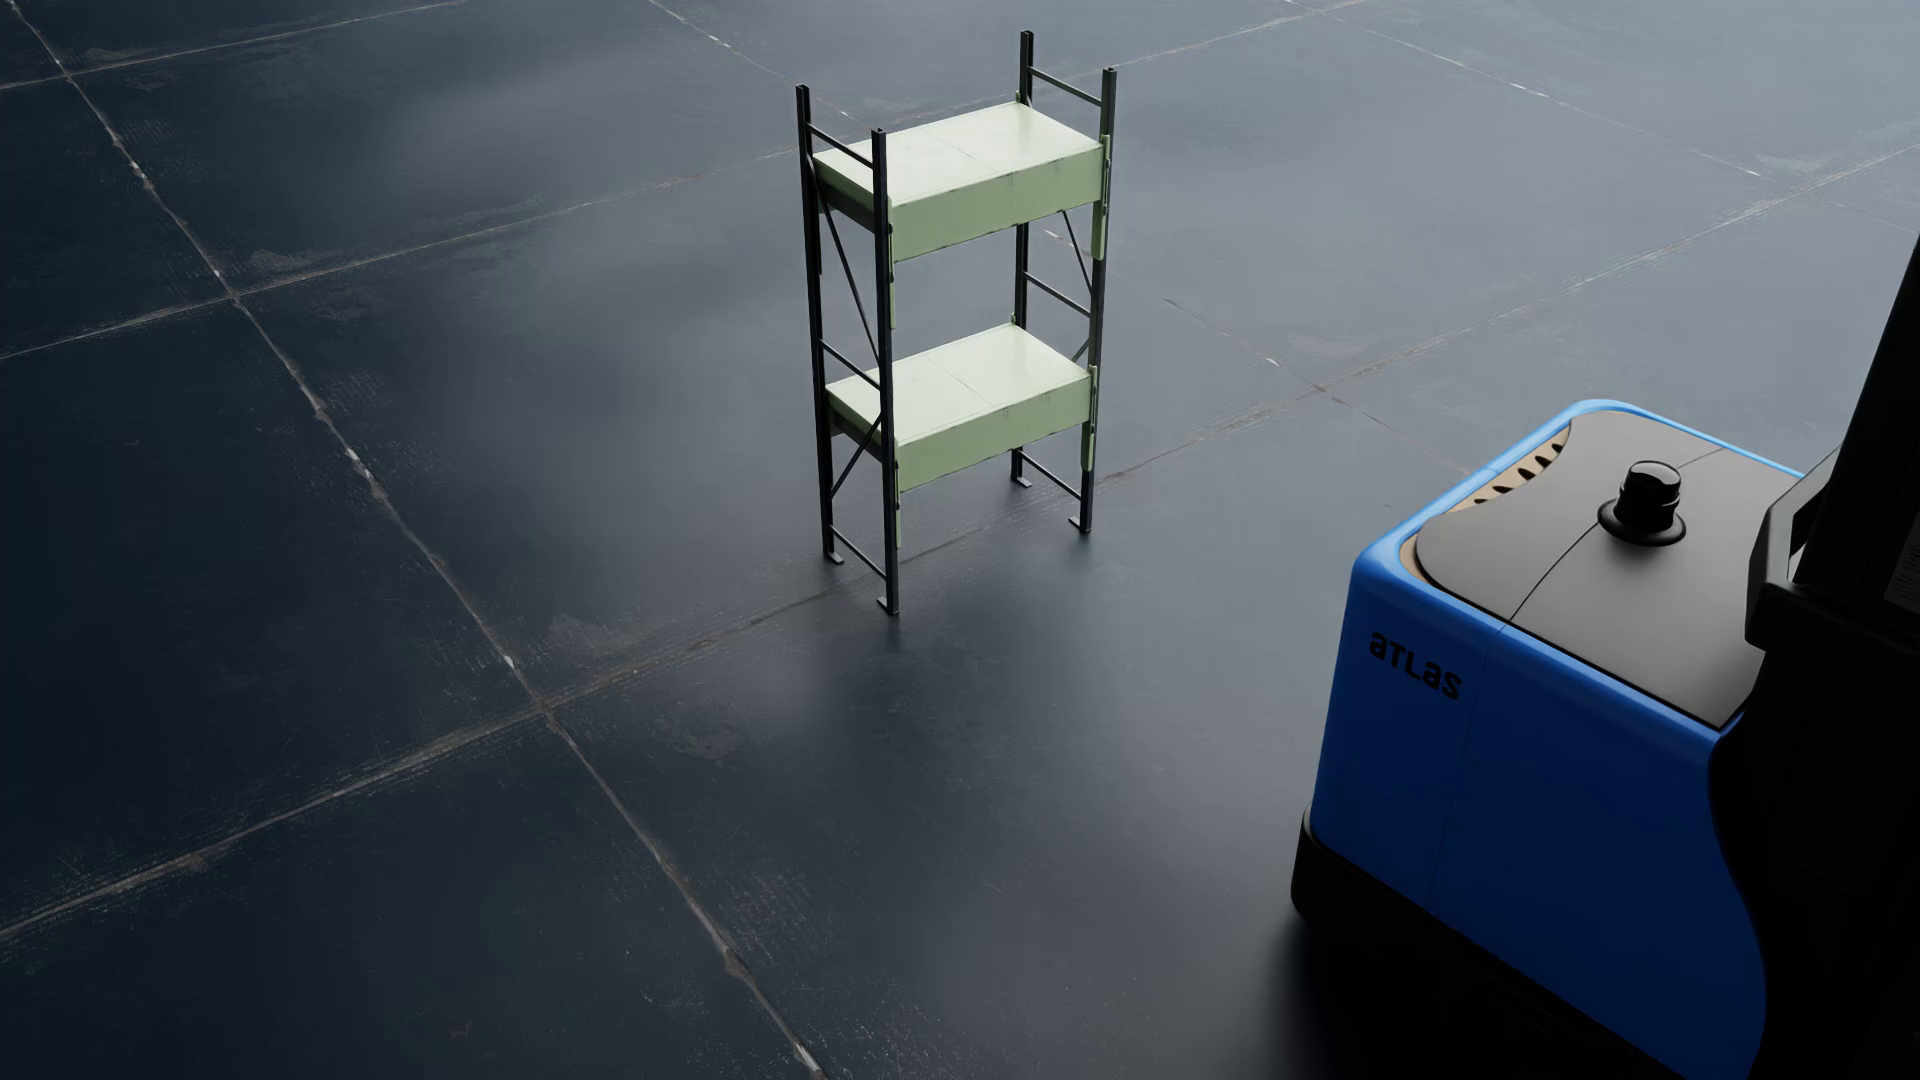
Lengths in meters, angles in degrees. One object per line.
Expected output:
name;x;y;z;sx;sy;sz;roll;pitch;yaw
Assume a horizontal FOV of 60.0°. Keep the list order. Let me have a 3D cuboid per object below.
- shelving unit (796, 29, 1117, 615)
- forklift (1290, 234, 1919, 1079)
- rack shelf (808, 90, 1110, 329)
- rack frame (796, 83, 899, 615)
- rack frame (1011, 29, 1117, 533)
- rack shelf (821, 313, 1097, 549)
shelving unit;-0.005;-0.607;4.809;0.755;1.500;0.431;-22;41;-28
forklift;2.167;0.142;2.542;1.130;2.935;3.031;-29;45;-34
rack shelf;-0.005;-0.923;4.581;0.720;0.370;0.431;-22;41;-28
rack frame;-0.305;-0.484;4.638;0.023;1.500;0.400;-22;41;-28
rack frame;0.294;-0.730;4.980;0.023;1.500;0.400;-22;41;-28
rack shelf;-0.005;-0.342;4.999;0.720;0.370;0.431;-22;41;-28
